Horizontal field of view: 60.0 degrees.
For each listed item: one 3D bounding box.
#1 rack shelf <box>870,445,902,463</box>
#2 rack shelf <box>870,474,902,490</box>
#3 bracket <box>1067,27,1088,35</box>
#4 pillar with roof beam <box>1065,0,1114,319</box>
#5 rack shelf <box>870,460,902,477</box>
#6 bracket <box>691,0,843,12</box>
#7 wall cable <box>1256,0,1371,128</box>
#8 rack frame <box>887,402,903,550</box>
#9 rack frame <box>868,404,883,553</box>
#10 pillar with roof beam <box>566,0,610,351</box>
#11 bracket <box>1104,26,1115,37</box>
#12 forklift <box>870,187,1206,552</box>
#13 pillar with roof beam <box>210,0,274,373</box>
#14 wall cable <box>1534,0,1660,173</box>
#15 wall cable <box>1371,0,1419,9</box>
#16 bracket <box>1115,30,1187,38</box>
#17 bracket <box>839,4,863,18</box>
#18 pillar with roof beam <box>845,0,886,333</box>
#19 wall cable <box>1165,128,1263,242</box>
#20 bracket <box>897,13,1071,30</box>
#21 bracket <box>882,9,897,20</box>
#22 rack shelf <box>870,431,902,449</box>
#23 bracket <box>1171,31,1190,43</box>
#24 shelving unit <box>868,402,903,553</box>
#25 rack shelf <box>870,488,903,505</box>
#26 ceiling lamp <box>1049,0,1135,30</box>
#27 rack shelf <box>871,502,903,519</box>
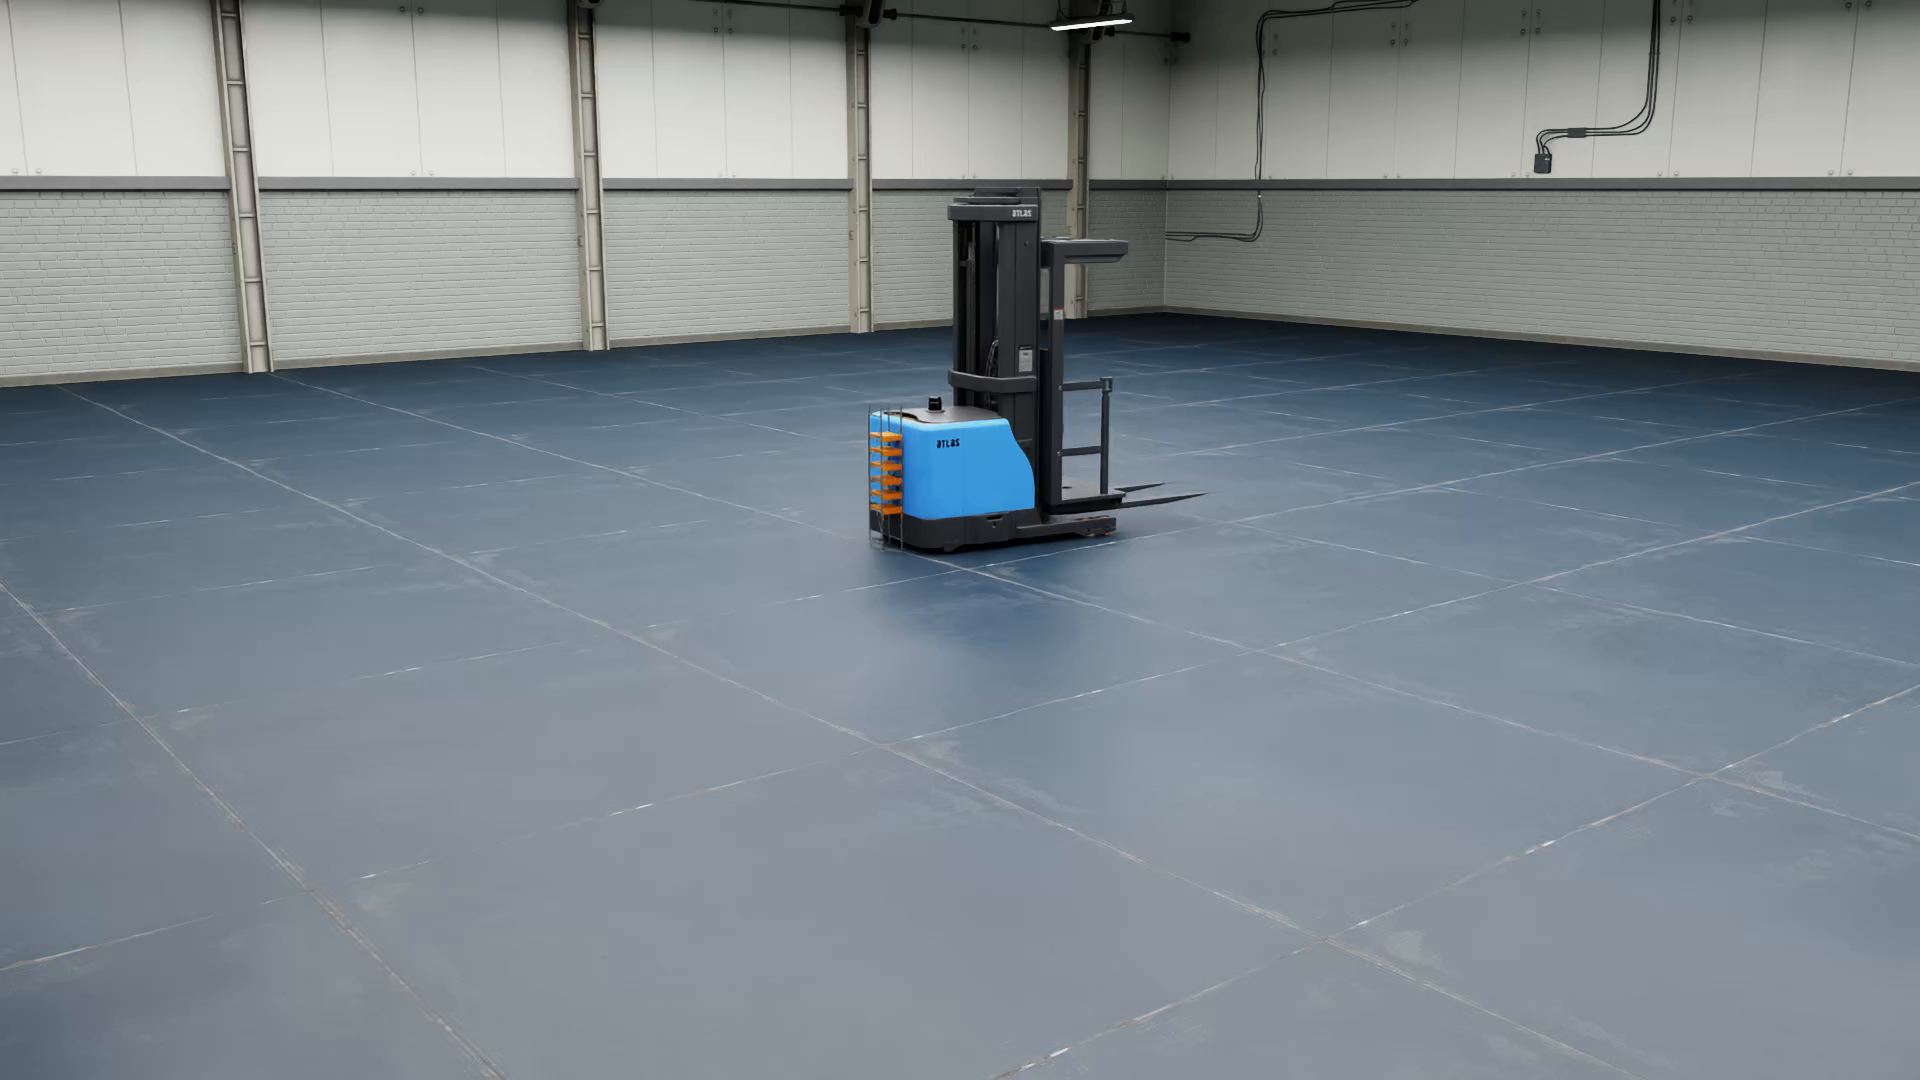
[{"bbox_3d":[-0.613,-0.705,13.618,0.180,0.103,0.258,-7,14,-30],"label":"rack shelf"},{"bbox_3d":[-0.613,-0.470,13.668,0.180,0.103,0.258,-7,14,-30],"label":"rack shelf"},{"bbox_3d":[2.553,-11.127,36.197,0.430,0.232,0.235,-9,15,-38],"label":"bracket"},{"bbox_3d":[5.345,-8.779,33.807,0.548,9.000,9.100,-9,15,-38],"label":"pillar with roof beam"},{"bbox_3d":[-0.613,-0.587,13.643,0.180,0.103,0.258,-7,14,-30],"label":"rack shelf"},{"bbox_3d":[-4.144,-10.014,30.956,4.783,0.066,0.076,-9,15,-38],"label":"bracket"},{"bbox_3d":[7.472,-10.158,35.618,0.112,2.526,3.097,-9,15,-38],"label":"wall cable"},{"bbox_3d":[-0.534,-0.523,13.704,0.006,1.200,0.240,-7,14,-30],"label":"rack frame"},{"bbox_3d":[-0.692,-0.504,13.613,0.006,1.200,0.240,-7,14,-30],"label":"rack frame"},{"bbox_3d":[-4.025,-7.222,26.474,0.548,9.000,9.100,-9,15,-38],"label":"pillar with roof beam"},{"bbox_3d":[3.202,-11.234,36.704,0.430,0.232,0.235,-9,15,-38],"label":"bracket"},{"bbox_3d":[0.756,-1.538,14.313,3.031,2.935,1.130,-7,14,-30],"label":"forklift"},{"bbox_3d":[-8.710,-6.443,22.808,0.400,9.000,9.100,-9,15,-38],"label":"pillar with roof beam"},{"bbox_3d":[11.700,-9.767,30.272,0.169,6.003,2.305,-9,15,-38],"label":"wall cable"},{"bbox_3d":[9.405,-11.881,32.781,0.112,2.526,3.097,-9,15,-38],"label":"wall cable"},{"bbox_3d":[4.591,-11.465,37.792,3.189,0.066,0.076,-9,15,-38],"label":"bracket"},{"bbox_3d":[-2.132,-10.348,32.531,0.430,0.232,0.235,-9,15,-38],"label":"bracket"},{"bbox_3d":[0.660,-8.000,30.141,0.548,9.000,9.100,-9,15,-38],"label":"pillar with roof beam"},{"bbox_3d":[5.782,-8.126,38.208,0.112,2.526,3.097,-9,15,-38],"label":"wall cable"},{"bbox_3d":[0.542,-10.792,34.623,4.783,0.066,0.076,-9,15,-38],"label":"bracket"},{"bbox_3d":[-1.484,-10.456,33.038,0.430,0.232,0.235,-9,15,-38],"label":"bracket"},{"bbox_3d":[-0.613,-0.822,13.593,0.180,0.103,0.258,-7,14,-30],"label":"rack shelf"},{"bbox_3d":[5.052,-11.542,38.153,0.430,0.232,0.235,-9,15,-38],"label":"bracket"},{"bbox_3d":[-0.613,-0.513,13.658,0.189,1.200,0.258,-7,14,-30],"label":"shelving unit"},{"bbox_3d":[-0.613,-0.353,13.692,0.180,0.103,0.258,-7,14,-30],"label":"rack shelf"},{"bbox_3d":[2.605,-11.061,30.500,0.800,3.185,2.000,-9,15,-38],"label":"ceiling lamp"},{"bbox_3d":[-0.613,-0.235,13.717,0.180,0.103,0.258,-7,14,-30],"label":"rack shelf"}]
